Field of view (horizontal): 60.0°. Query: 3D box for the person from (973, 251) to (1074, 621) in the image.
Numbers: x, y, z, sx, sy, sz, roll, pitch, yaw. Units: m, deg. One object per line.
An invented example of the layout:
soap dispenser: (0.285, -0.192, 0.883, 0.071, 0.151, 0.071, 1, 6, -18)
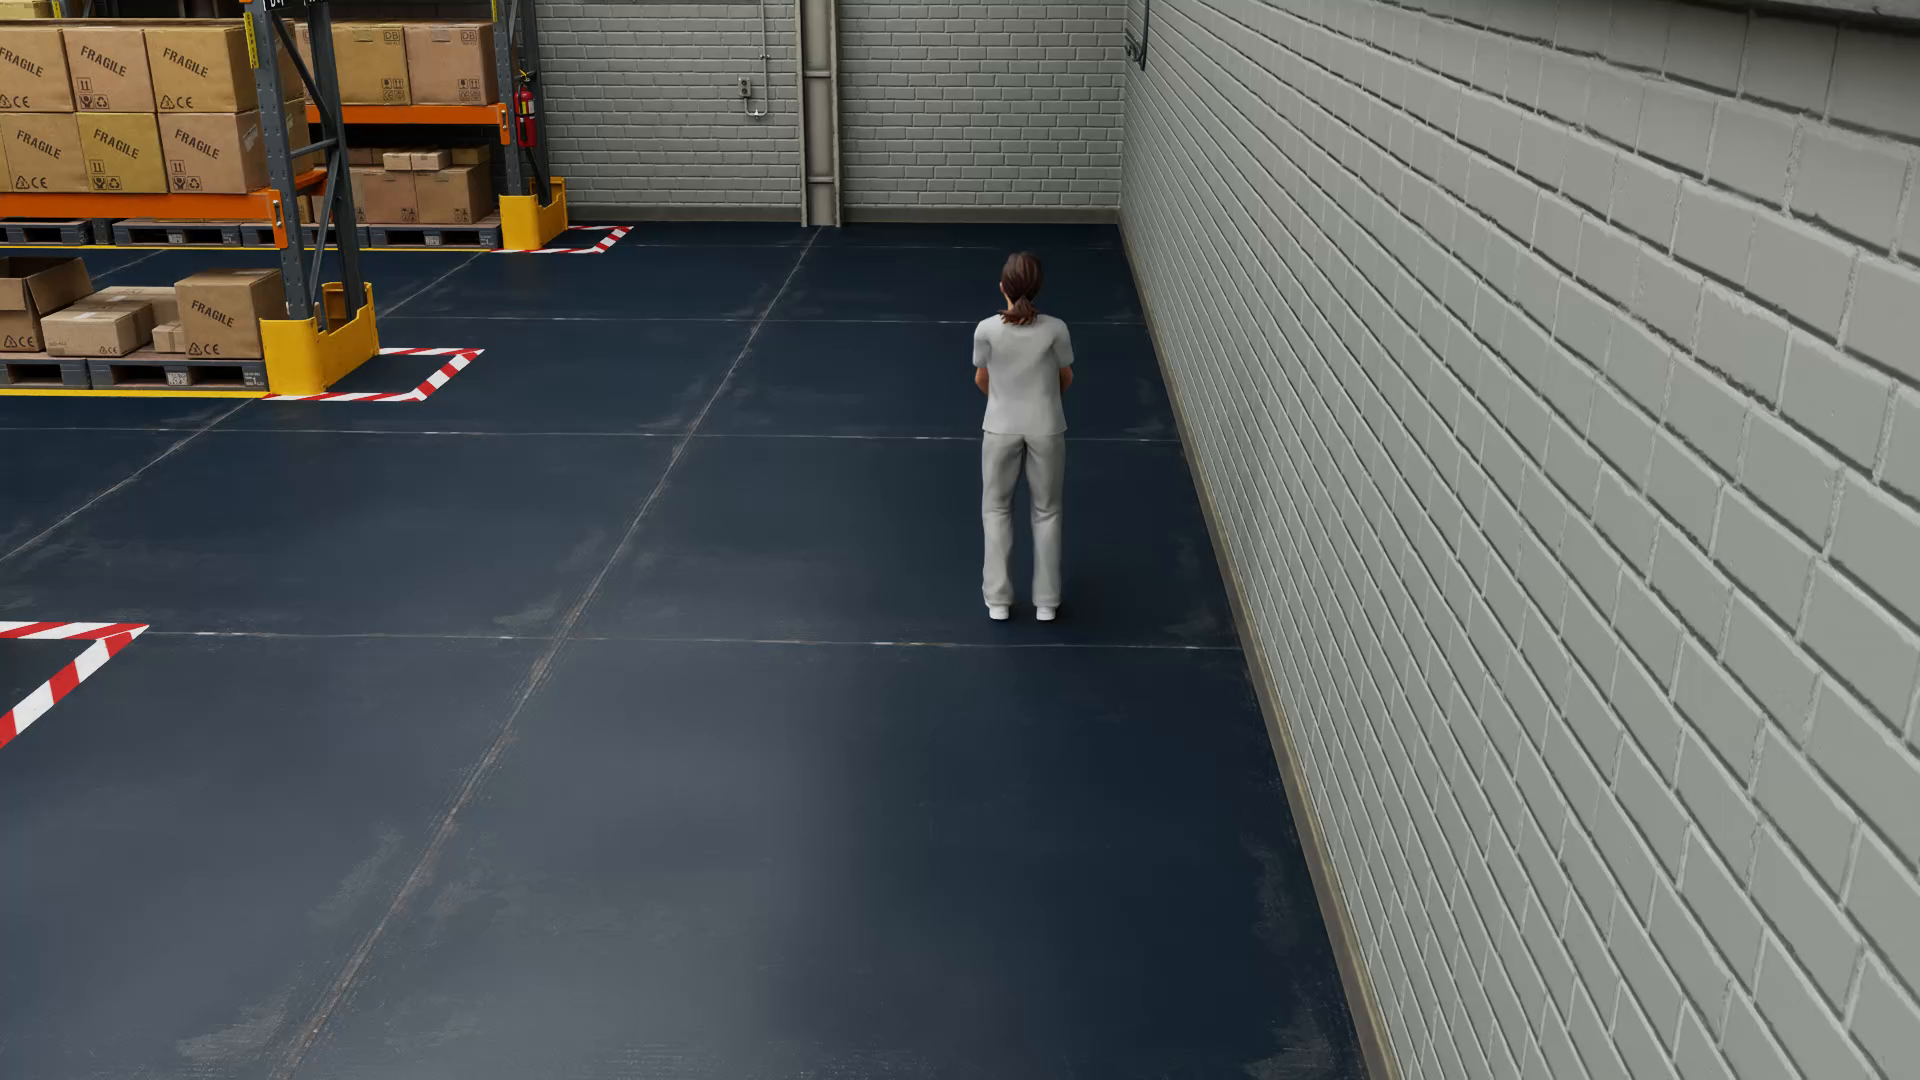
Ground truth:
person: (0.275, -0.470, 7.332, 0.437, 1.662, 0.561, 1, 21, 2)
